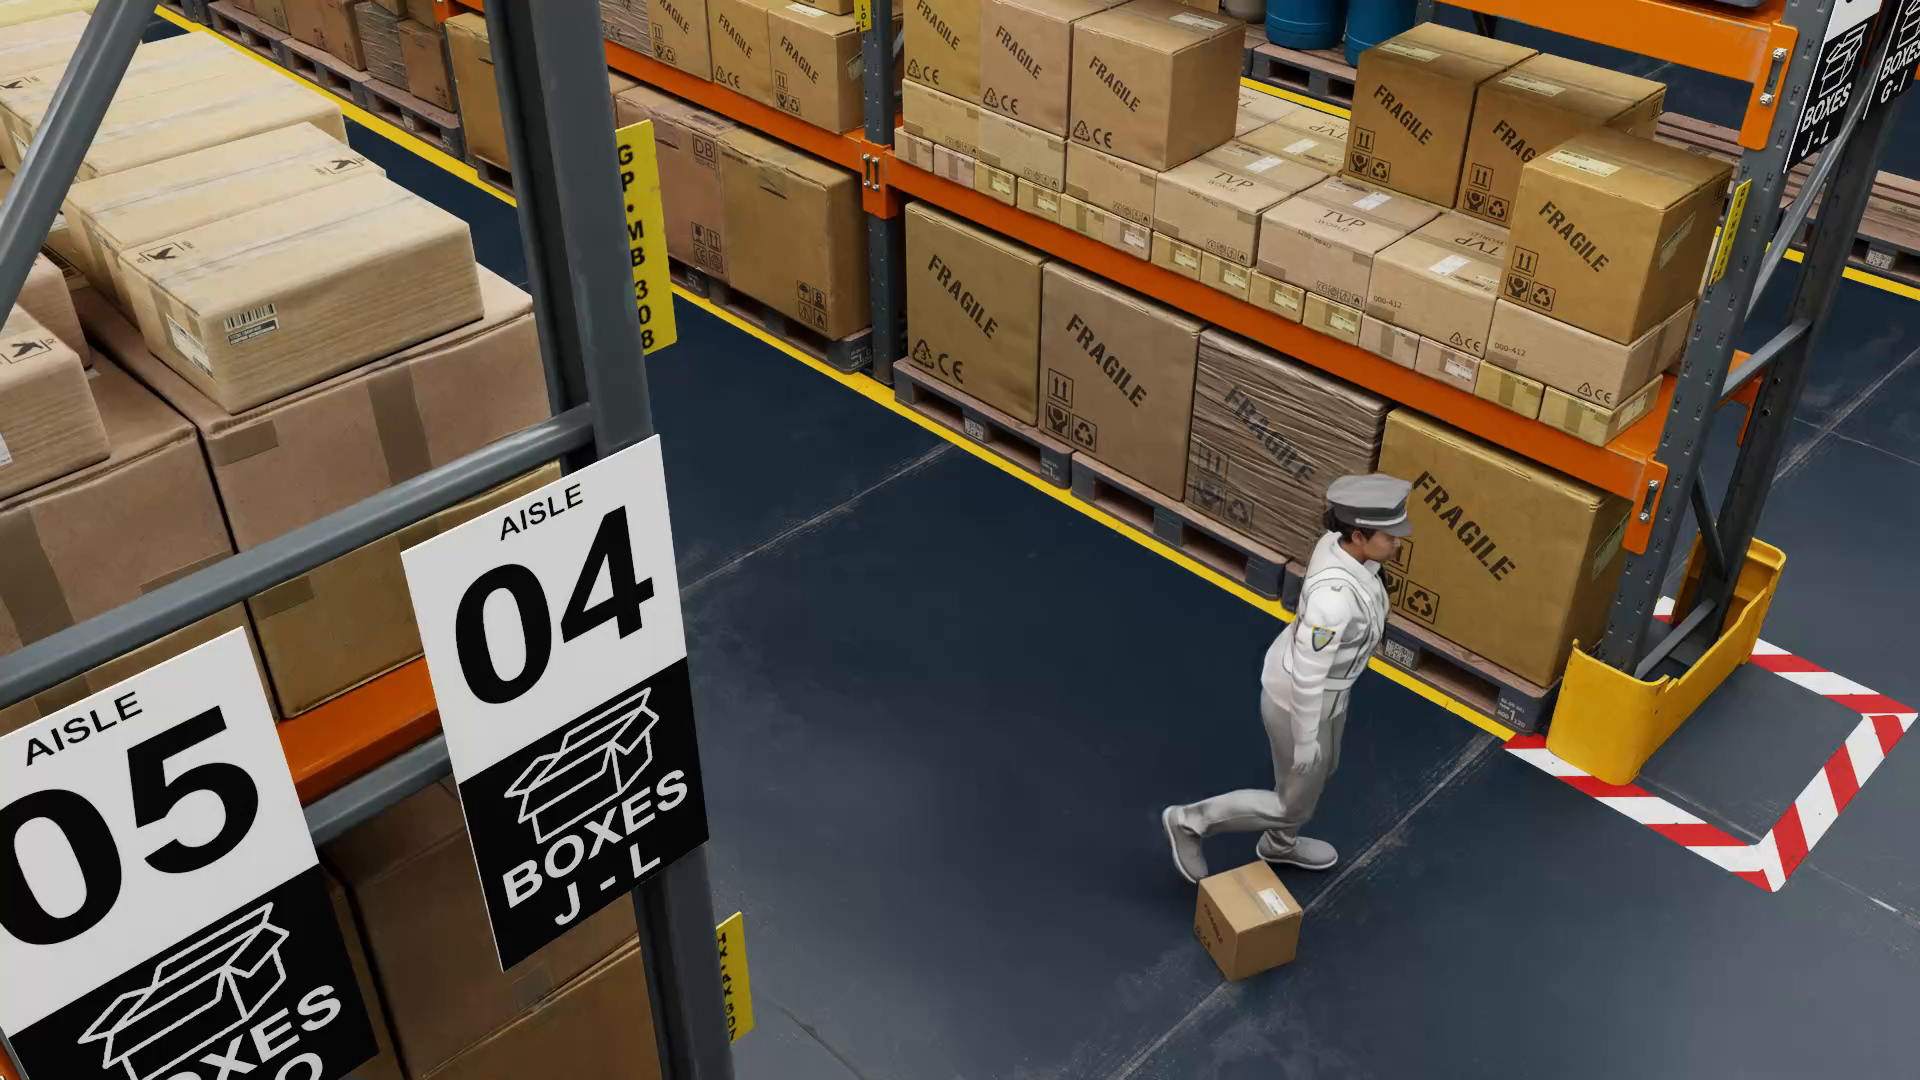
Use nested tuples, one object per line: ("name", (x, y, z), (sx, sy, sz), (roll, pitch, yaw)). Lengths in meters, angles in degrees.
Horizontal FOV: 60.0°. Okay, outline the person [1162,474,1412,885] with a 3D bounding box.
("person", (1.040, 0.491, 5.438), (0.642, 1.651, 0.531), (11, 37, 15))
